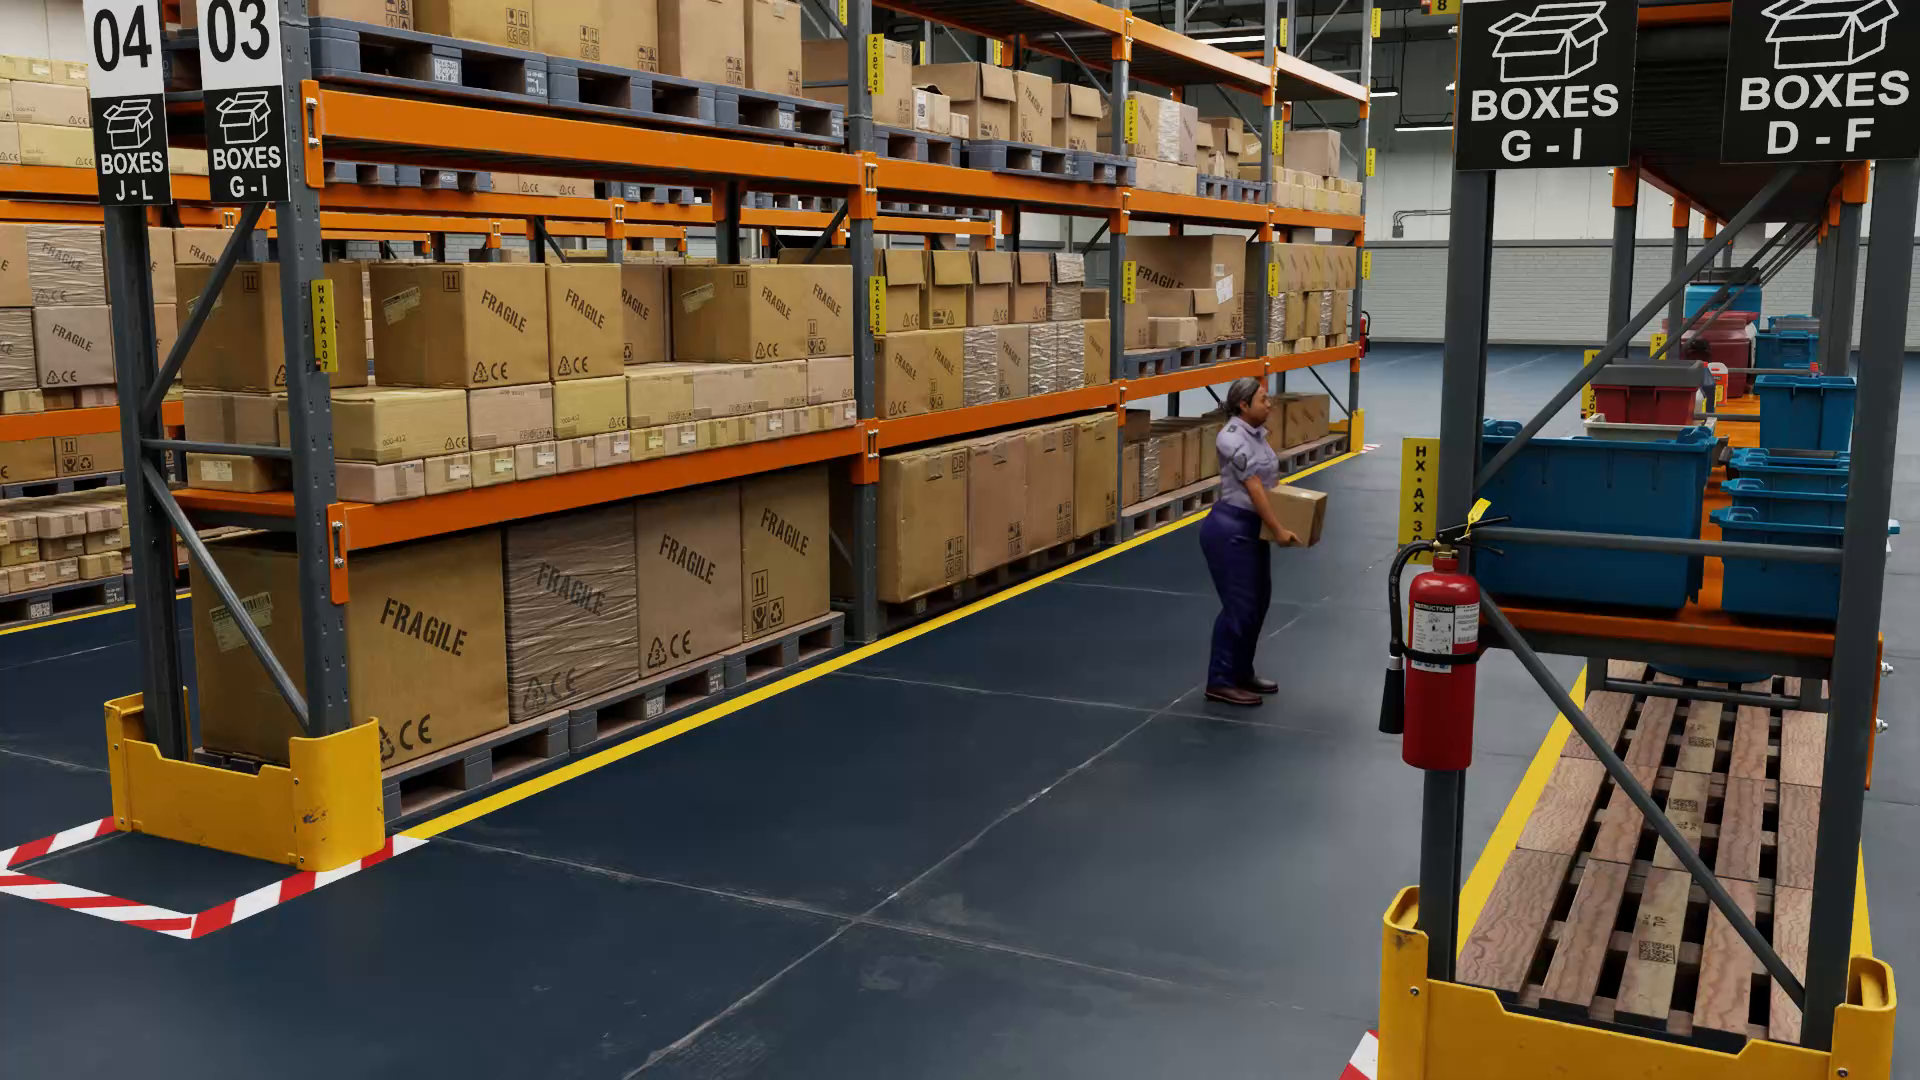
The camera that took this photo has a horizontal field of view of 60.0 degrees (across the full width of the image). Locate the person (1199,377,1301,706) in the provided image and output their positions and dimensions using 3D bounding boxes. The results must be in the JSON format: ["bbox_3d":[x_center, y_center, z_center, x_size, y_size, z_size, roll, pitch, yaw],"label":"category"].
[{"bbox_3d":[1.506,-0.001,8.459,0.528,1.647,0.435,4,10,25],"label":"person"}]
